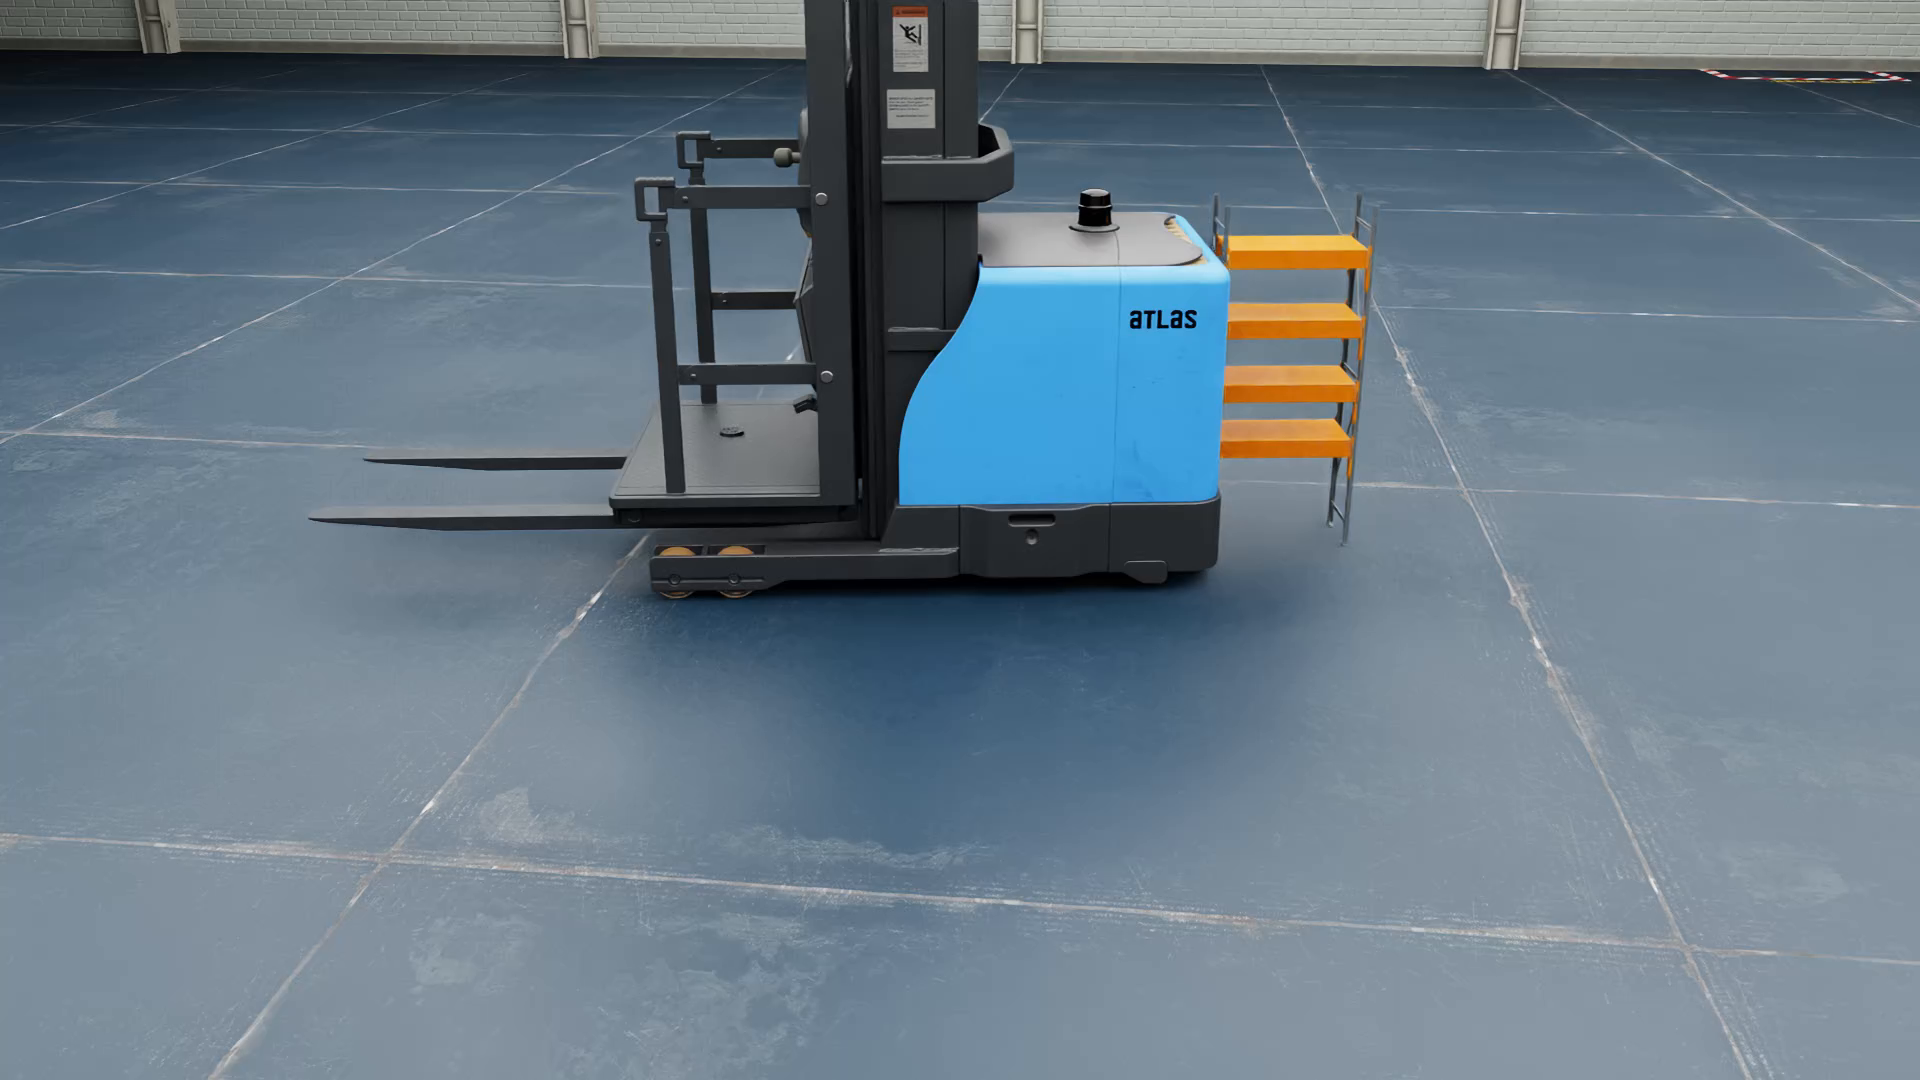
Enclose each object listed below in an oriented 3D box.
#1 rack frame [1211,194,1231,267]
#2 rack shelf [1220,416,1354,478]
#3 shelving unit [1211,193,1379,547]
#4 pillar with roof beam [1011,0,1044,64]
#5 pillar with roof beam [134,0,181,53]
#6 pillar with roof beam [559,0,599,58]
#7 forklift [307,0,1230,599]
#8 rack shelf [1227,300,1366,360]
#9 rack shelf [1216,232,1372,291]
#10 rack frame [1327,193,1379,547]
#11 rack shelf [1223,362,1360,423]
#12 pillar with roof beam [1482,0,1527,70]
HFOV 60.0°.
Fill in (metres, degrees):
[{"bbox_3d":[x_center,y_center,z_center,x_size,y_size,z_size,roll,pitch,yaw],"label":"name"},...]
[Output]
[{"bbox_3d":[0.871,-0.573,5.755,0.015,1.200,0.240,-1,22,-2],"label":"rack frame"},{"bbox_3d":[1.115,-0.328,5.860,0.480,0.148,0.258,-1,22,-2],"label":"rack shelf"},{"bbox_3d":[1.115,-0.576,5.762,0.503,1.200,0.258,-1,22,-2],"label":"shelving unit"},{"bbox_3d":[0.371,-8.848,16.081,0.400,9.000,9.100,2,22,6],"label":"pillar with roof beam"},{"bbox_3d":[-11.546,-9.367,17.394,0.400,9.000,9.100,2,22,6],"label":"pillar with roof beam"},{"bbox_3d":[-5.588,-9.108,16.738,0.400,9.000,9.100,2,22,6],"label":"pillar with roof beam"},{"bbox_3d":[-0.665,-1.369,5.415,3.031,2.935,1.130,-1,22,-2],"label":"forklift"},{"bbox_3d":[1.116,-0.721,5.705,0.480,0.148,0.258,-1,22,-2],"label":"rack shelf"},{"bbox_3d":[1.116,-0.941,5.618,0.480,0.148,0.258,-1,22,-2],"label":"rack shelf"},{"bbox_3d":[1.359,-0.578,5.769,0.015,1.200,0.240,-1,22,-2],"label":"rack frame"},{"bbox_3d":[1.115,-0.513,5.787,0.480,0.148,0.258,-1,22,-2],"label":"rack shelf"},{"bbox_3d":[6.329,-8.589,15.424,0.400,9.000,9.100,2,22,6],"label":"pillar with roof beam"}]
